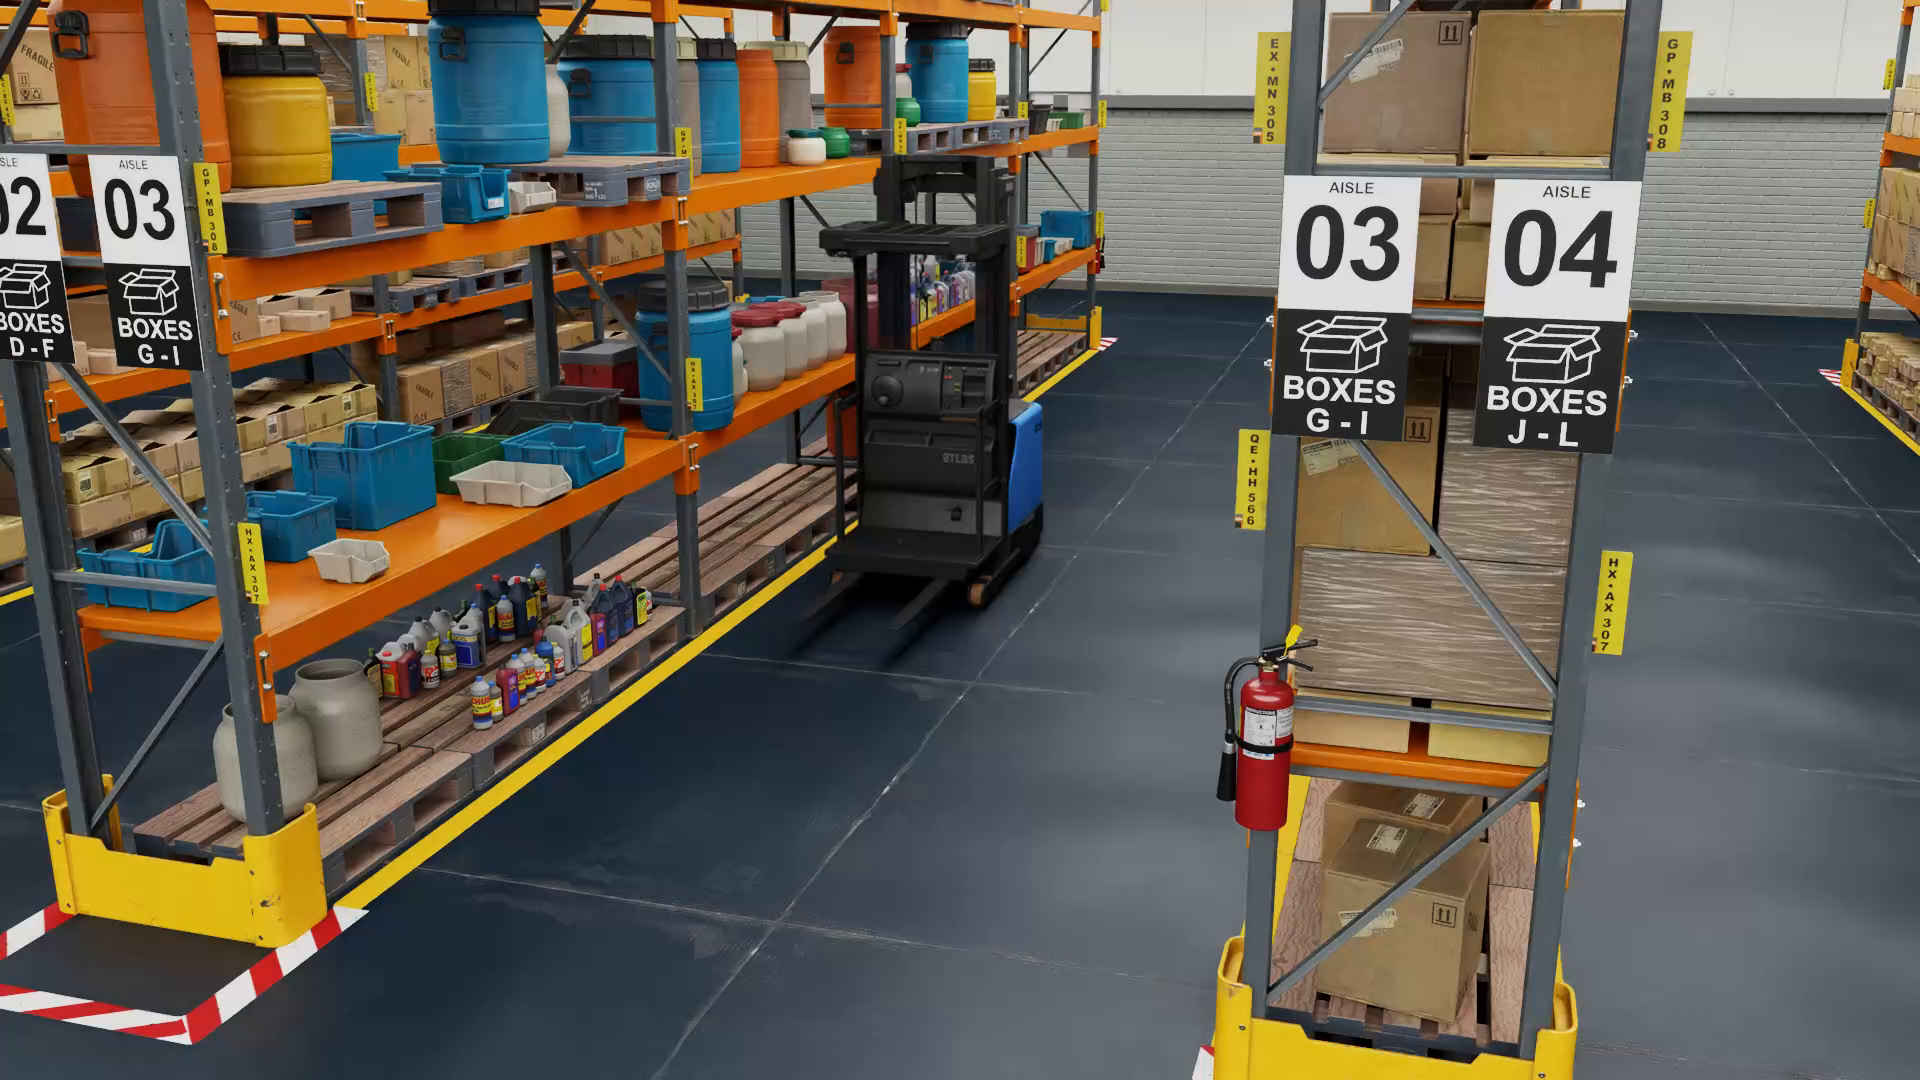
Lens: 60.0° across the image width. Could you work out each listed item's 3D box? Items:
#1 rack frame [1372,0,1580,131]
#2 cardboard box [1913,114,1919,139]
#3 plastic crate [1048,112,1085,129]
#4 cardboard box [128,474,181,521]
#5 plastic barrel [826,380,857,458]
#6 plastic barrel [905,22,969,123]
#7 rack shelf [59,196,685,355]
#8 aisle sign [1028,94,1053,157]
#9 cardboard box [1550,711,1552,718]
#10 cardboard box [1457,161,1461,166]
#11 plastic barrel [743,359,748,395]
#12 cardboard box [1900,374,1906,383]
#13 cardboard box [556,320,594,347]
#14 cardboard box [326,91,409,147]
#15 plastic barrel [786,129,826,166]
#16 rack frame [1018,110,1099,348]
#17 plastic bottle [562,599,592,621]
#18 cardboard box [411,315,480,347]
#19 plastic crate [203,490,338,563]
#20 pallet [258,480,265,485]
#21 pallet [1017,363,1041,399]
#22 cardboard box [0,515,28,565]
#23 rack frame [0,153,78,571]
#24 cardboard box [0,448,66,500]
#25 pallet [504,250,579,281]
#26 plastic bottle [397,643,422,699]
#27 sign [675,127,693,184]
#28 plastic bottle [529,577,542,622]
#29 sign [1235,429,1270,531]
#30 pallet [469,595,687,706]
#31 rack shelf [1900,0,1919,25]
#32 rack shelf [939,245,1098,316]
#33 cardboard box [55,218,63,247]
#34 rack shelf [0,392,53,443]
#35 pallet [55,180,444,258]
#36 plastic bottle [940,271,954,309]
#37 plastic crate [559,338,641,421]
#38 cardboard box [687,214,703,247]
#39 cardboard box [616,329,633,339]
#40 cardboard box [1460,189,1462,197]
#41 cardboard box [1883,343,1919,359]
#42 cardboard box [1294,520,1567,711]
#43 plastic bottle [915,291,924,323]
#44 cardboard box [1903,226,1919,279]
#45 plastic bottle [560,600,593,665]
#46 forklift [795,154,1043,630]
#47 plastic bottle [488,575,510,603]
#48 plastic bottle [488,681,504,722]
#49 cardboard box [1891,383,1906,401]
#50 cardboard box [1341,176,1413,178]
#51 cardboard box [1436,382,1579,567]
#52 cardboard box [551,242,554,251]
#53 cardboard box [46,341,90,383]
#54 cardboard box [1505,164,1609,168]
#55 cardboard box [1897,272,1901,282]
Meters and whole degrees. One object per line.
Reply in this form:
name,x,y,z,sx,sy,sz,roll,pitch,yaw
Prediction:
rack frame,2.598,-3.366,8.207,1.000,3.000,0.127,5,16,16
cardboard box,10.074,-4.209,16.949,0.500,0.250,0.500,4,16,14
plastic crate,1.253,-5.065,20.080,0.450,0.188,0.336,5,16,16
cardboard box,-6.401,-0.349,12.831,0.500,0.250,0.500,5,17,17
plastic barrel,-0.892,-1.198,14.764,0.600,0.830,0.708,5,16,16
plastic barrel,-0.216,-4.385,15.608,0.600,0.901,0.708,5,16,16
rack shelf,-2.720,-1.438,8.224,1.077,0.370,4.000,5,16,16
aisle sign,0.995,-5.296,21.241,0.394,0.787,0.004,5,16,16
cardboard box,1.860,0.567,5.793,0.380,0.149,0.250,5,16,16
cardboard box,2.224,-1.753,8.292,0.500,0.250,0.500,4,16,14
plastic barrel,-1.628,-1.132,11.577,0.301,0.262,0.301,0,16,0
cardboard box,10.024,-1.717,17.297,0.380,0.149,0.250,6,17,19
cardboard box,-4.491,-2.200,18.864,0.500,0.500,0.500,5,16,16
cardboard box,-5.671,-3.904,15.416,0.910,0.500,0.500,5,16,16
plastic barrel,-1.152,-2.937,12.442,0.301,0.262,0.301,0,16,0
rack frame,1.259,-4.004,21.448,1.000,3.000,0.127,5,16,16
plastic bottle,-2.262,0.470,9.859,0.152,0.276,0.135,5,16,16
cardboard box,-5.423,-2.212,17.530,0.500,0.250,0.500,4,16,15
plastic crate,-3.243,-0.070,7.851,0.499,0.251,0.408,5,16,16
pallet,-6.034,-0.742,15.059,1.003,0.211,1.213,5,16,16
pallet,0.294,-1.811,18.828,1.003,0.211,1.213,5,16,16
cardboard box,-6.822,0.010,11.568,0.500,0.250,0.500,5,16,16
rack frame,-6.899,-1.249,11.737,1.000,3.000,0.127,5,16,16
cardboard box,-7.059,-0.527,12.431,0.500,0.311,0.500,5,16,16
pallet,-4.958,-3.049,18.435,1.003,0.211,1.213,5,16,16
plastic bottle,-2.986,0.707,9.011,0.061,0.283,0.133,5,16,16
sign,-1.627,-2.266,9.809,0.100,0.325,0.005,5,16,16
plastic bottle,-2.625,0.375,10.182,0.061,0.283,0.133,5,16,16
sign,0.934,-0.191,5.305,0.100,0.325,0.005,5,16,16
pallet,-2.382,0.650,10.152,1.003,0.211,1.213,5,16,16
rack shelf,10.166,-5.224,16.080,1.077,0.370,4.000,5,16,16
rack shelf,0.691,-3.134,19.702,1.077,0.370,4.000,5,16,16
cardboard box,-9.830,-3.253,18.037,0.500,0.500,0.500,5,16,16
rack shelf,-7.468,-0.380,9.991,1.077,0.370,4.000,5,16,16
pallet,-2.959,-1.379,7.043,1.003,0.211,1.213,5,16,16
plastic bottle,-0.138,-2.380,15.812,0.144,0.351,0.185,5,16,16
plastic crate,-2.307,-1.046,10.901,0.402,0.464,0.583,5,16,16
cardboard box,-3.646,-4.033,21.367,0.500,0.500,0.500,5,17,16
cardboard box,-4.063,-2.511,20.572,0.380,0.166,0.250,5,16,16
cardboard box,2.131,-1.175,6.254,0.500,0.250,0.500,5,16,16
cardboard box,10.111,-2.006,17.769,0.380,0.149,0.250,4,16,13
cardboard box,1.643,0.233,5.782,0.875,0.500,0.500,5,16,16
plastic bottle,-0.368,-2.095,14.934,0.061,0.283,0.133,5,16,16
cardboard box,9.924,-2.901,16.831,0.500,0.500,0.500,4,16,14
plastic bottle,-2.204,0.524,9.533,0.144,0.351,0.185,5,16,16
forklift,-0.269,-1.076,11.251,1.130,2.935,3.031,5,16,16
plastic bottle,-2.778,0.377,10.050,0.144,0.351,0.185,5,17,17
plastic bottle,-2.444,0.839,8.695,0.097,0.201,0.097,0,16,0
cardboard box,9.852,-1.521,17.150,0.380,0.149,0.250,5,16,16
cardboard box,1.241,-1.093,5.234,0.380,0.149,0.250,5,16,16
cardboard box,1.878,-0.229,5.578,0.500,0.500,0.500,5,16,16
cardboard box,-4.975,-3.486,18.670,0.700,0.500,0.500,-1,16,-3
cardboard box,-6.801,-1.309,12.224,0.500,0.250,0.500,6,17,19
cardboard box,1.927,-1.111,5.296,0.380,0.149,0.250,5,17,17
cardboard box,10.225,-2.814,17.714,0.380,0.149,0.250,5,17,18
